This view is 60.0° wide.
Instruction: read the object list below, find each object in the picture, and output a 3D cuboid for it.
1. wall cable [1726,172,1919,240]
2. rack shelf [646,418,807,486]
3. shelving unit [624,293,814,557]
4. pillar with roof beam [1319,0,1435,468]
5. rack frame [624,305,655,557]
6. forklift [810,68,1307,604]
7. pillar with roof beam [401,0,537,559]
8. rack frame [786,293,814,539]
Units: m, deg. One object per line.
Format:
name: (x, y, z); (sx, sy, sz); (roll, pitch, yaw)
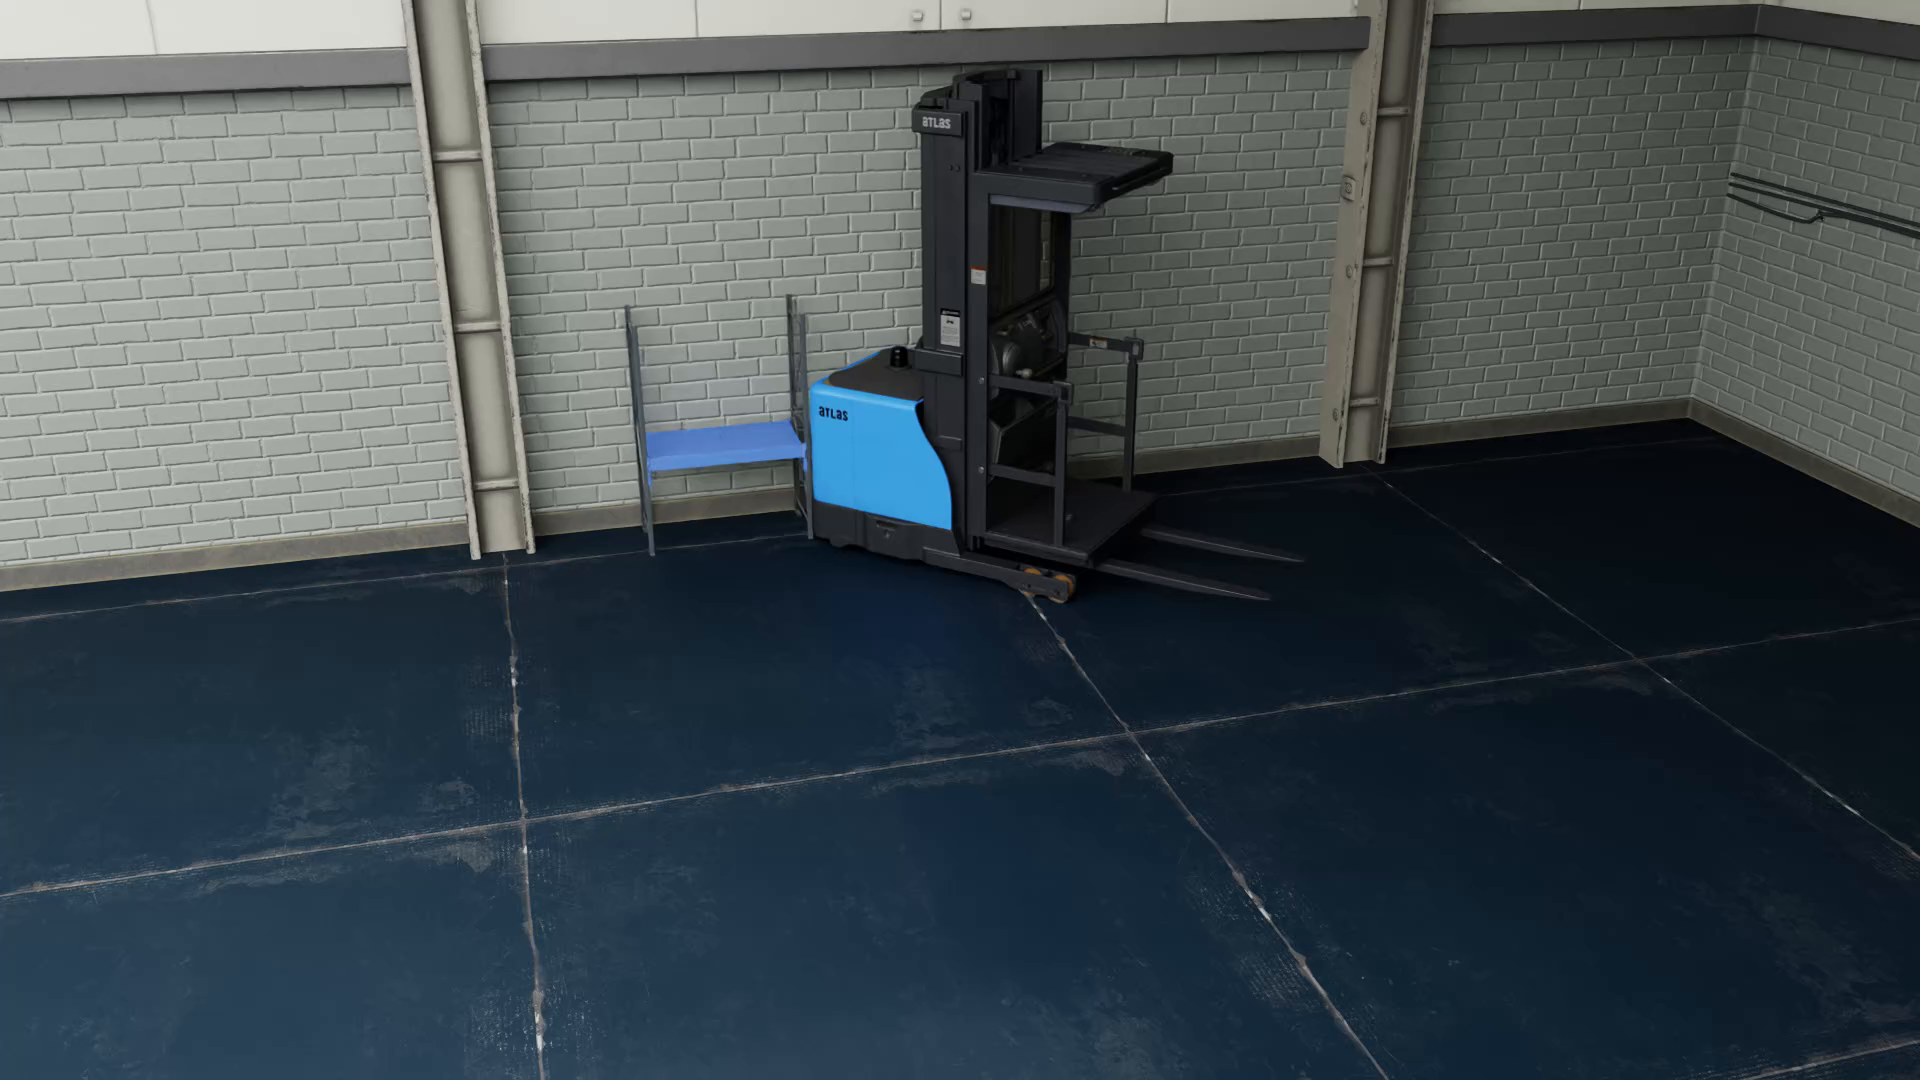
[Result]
wall cable: (6.048, -3.116, 10.537); (0.112, 2.526, 3.097); (-6, 24, -14)
rack shelf: (-1.520, -0.569, 10.631); (1.000, 0.185, 0.538); (-6, 24, -14)
shelving unit: (-1.520, -0.734, 10.560); (1.048, 1.500, 0.538); (-6, 24, -14)
pillar with roof beam: (4.017, -3.096, 6.554); (0.400, 9.000, 9.100); (-6, 24, -14)
rack frame: (-2.009, -0.680, 10.434); (0.032, 1.500, 0.500); (-6, 24, -14)
forklift: (0.592, -1.209, 9.851); (3.031, 2.935, 1.130); (12, 26, 27)
pillar with roof beam: (-1.760, -2.457, 5.065); (0.400, 9.000, 9.100); (-6, 24, -14)
rack frame: (-1.030, -0.789, 10.686); (0.032, 1.500, 0.500); (-6, 24, -14)
